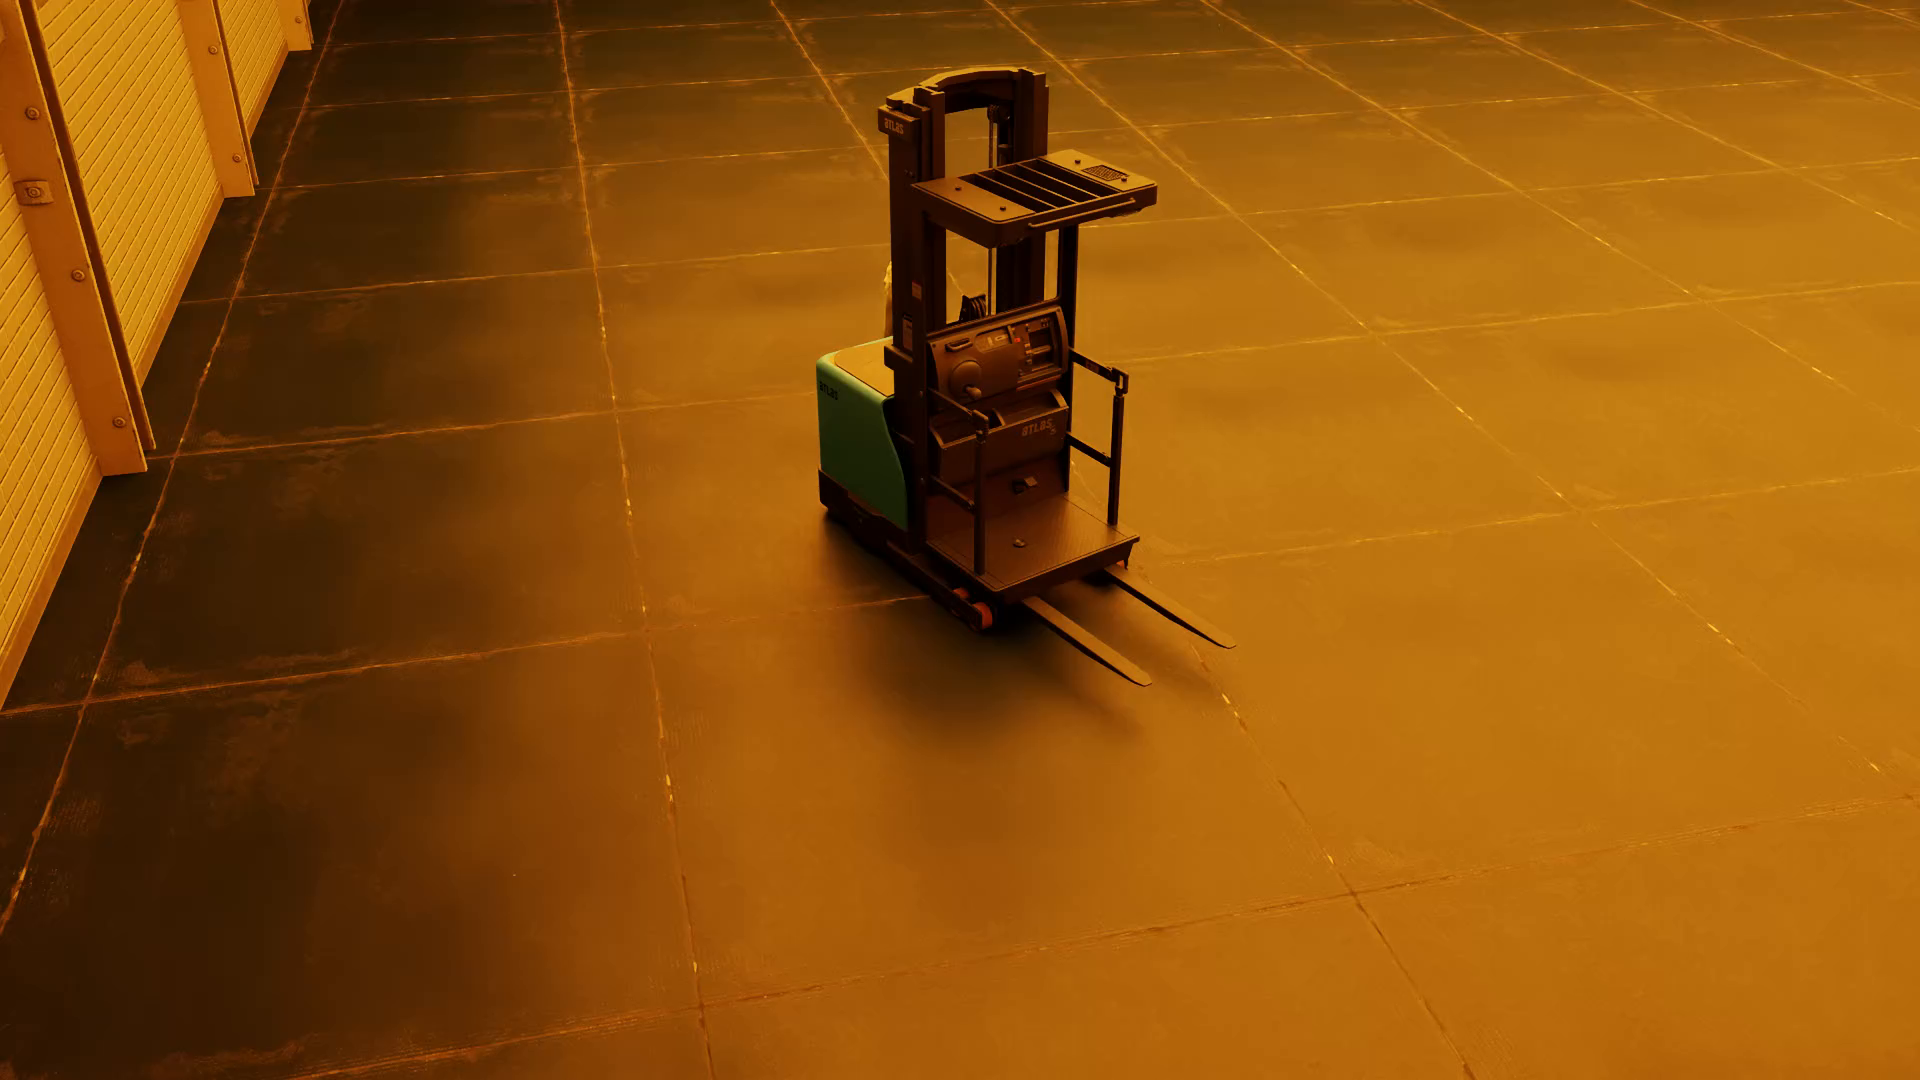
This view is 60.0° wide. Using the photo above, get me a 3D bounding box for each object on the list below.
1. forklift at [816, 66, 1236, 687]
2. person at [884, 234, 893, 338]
[{"bbox_3d":[0.355,-1.021,9.338,1.130,2.935,3.031,-20,35,-30],"label":"forklift"},{"bbox_3d":[-0.424,-1.769,11.850,0.531,1.694,0.587,-13,32,-21],"label":"person"}]
